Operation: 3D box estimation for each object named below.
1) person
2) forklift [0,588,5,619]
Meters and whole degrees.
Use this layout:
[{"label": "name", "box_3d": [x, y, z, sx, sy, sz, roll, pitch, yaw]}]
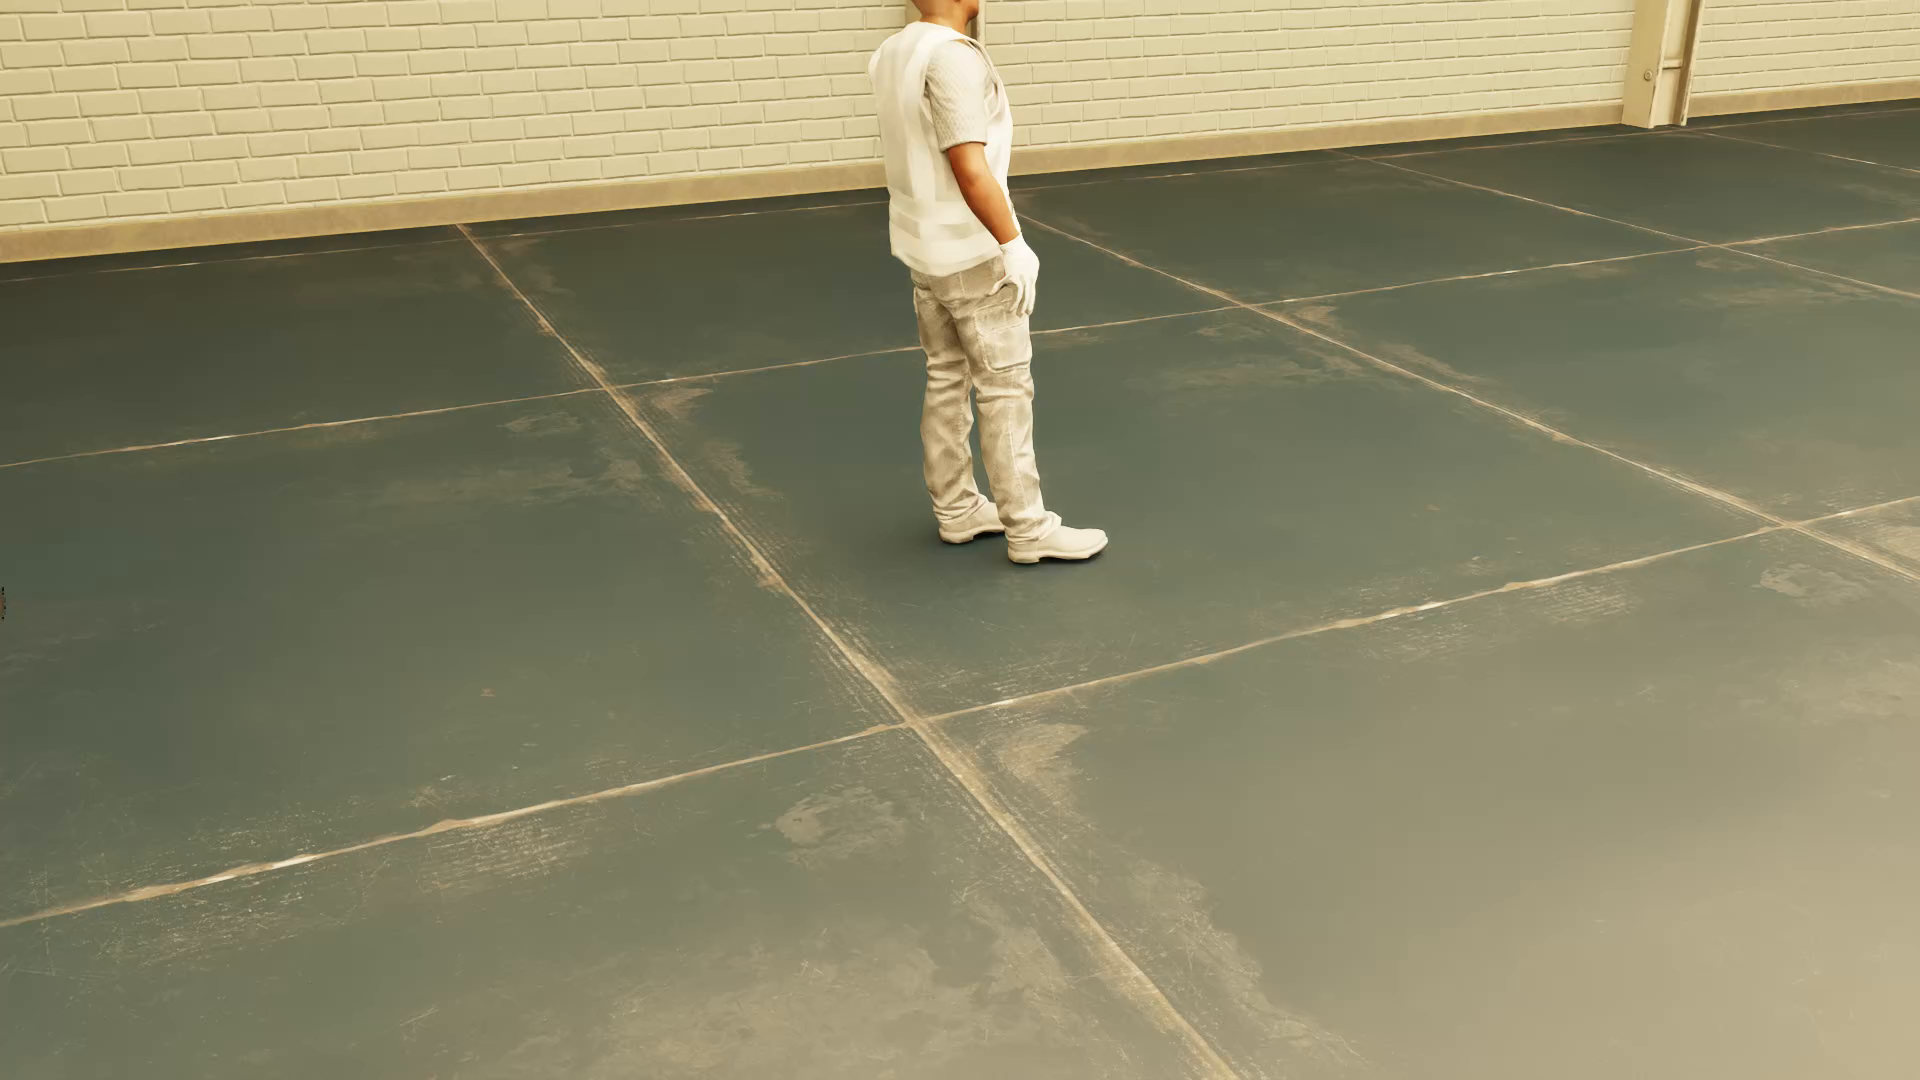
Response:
[{"label": "person", "box_3d": [0.069, -0.839, 4.782, 0.577, 1.782, 0.656, -10, 25, -23]}, {"label": "forklift", "box_3d": [-3.841, -0.747, 3.085, 3.031, 2.935, 1.130, -8, 24, -19]}]
